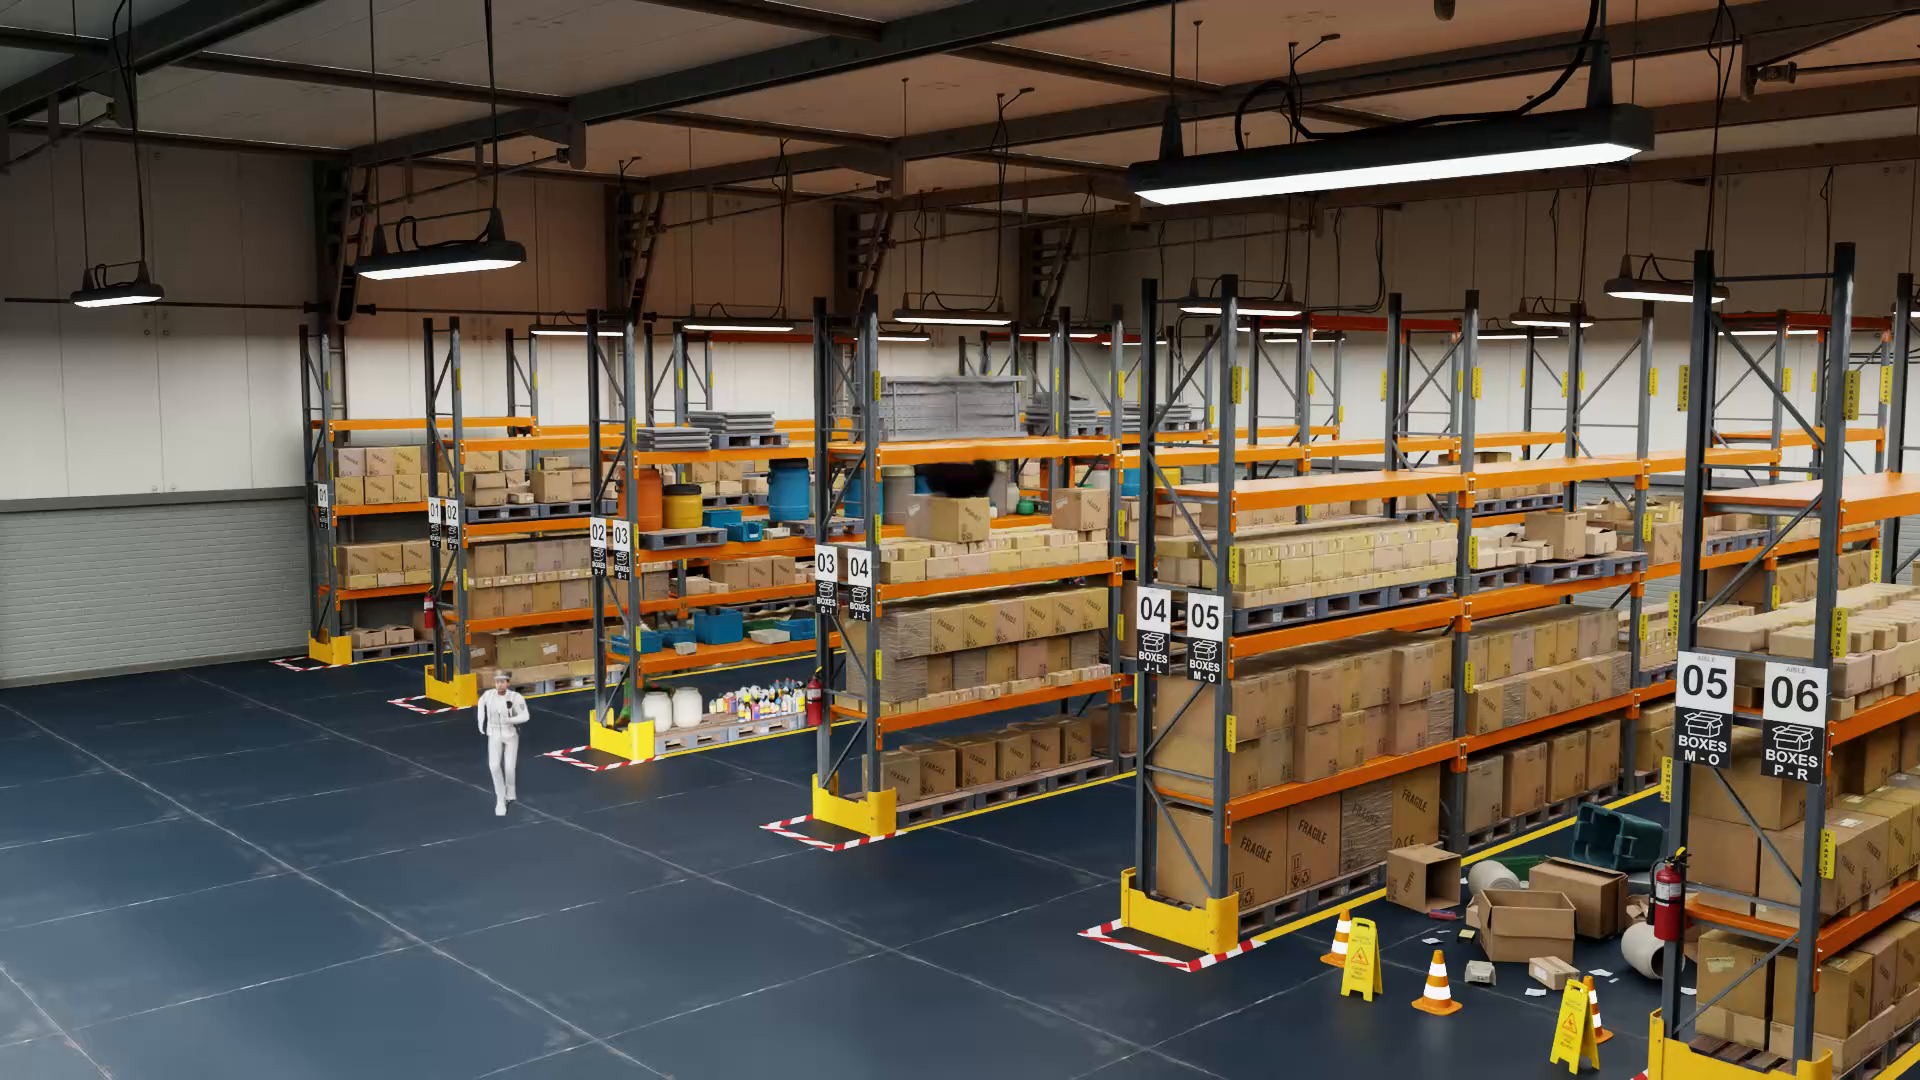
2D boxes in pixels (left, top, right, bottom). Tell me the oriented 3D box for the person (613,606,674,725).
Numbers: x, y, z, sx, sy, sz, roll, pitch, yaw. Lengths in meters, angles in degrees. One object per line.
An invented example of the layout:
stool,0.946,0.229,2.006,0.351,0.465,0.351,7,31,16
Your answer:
person,-4.702,1.824,24.639,1.026,1.771,0.660,-4,7,-38

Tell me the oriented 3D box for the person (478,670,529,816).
person,-5.392,2.352,19.666,0.636,1.725,0.827,0,6,-5
